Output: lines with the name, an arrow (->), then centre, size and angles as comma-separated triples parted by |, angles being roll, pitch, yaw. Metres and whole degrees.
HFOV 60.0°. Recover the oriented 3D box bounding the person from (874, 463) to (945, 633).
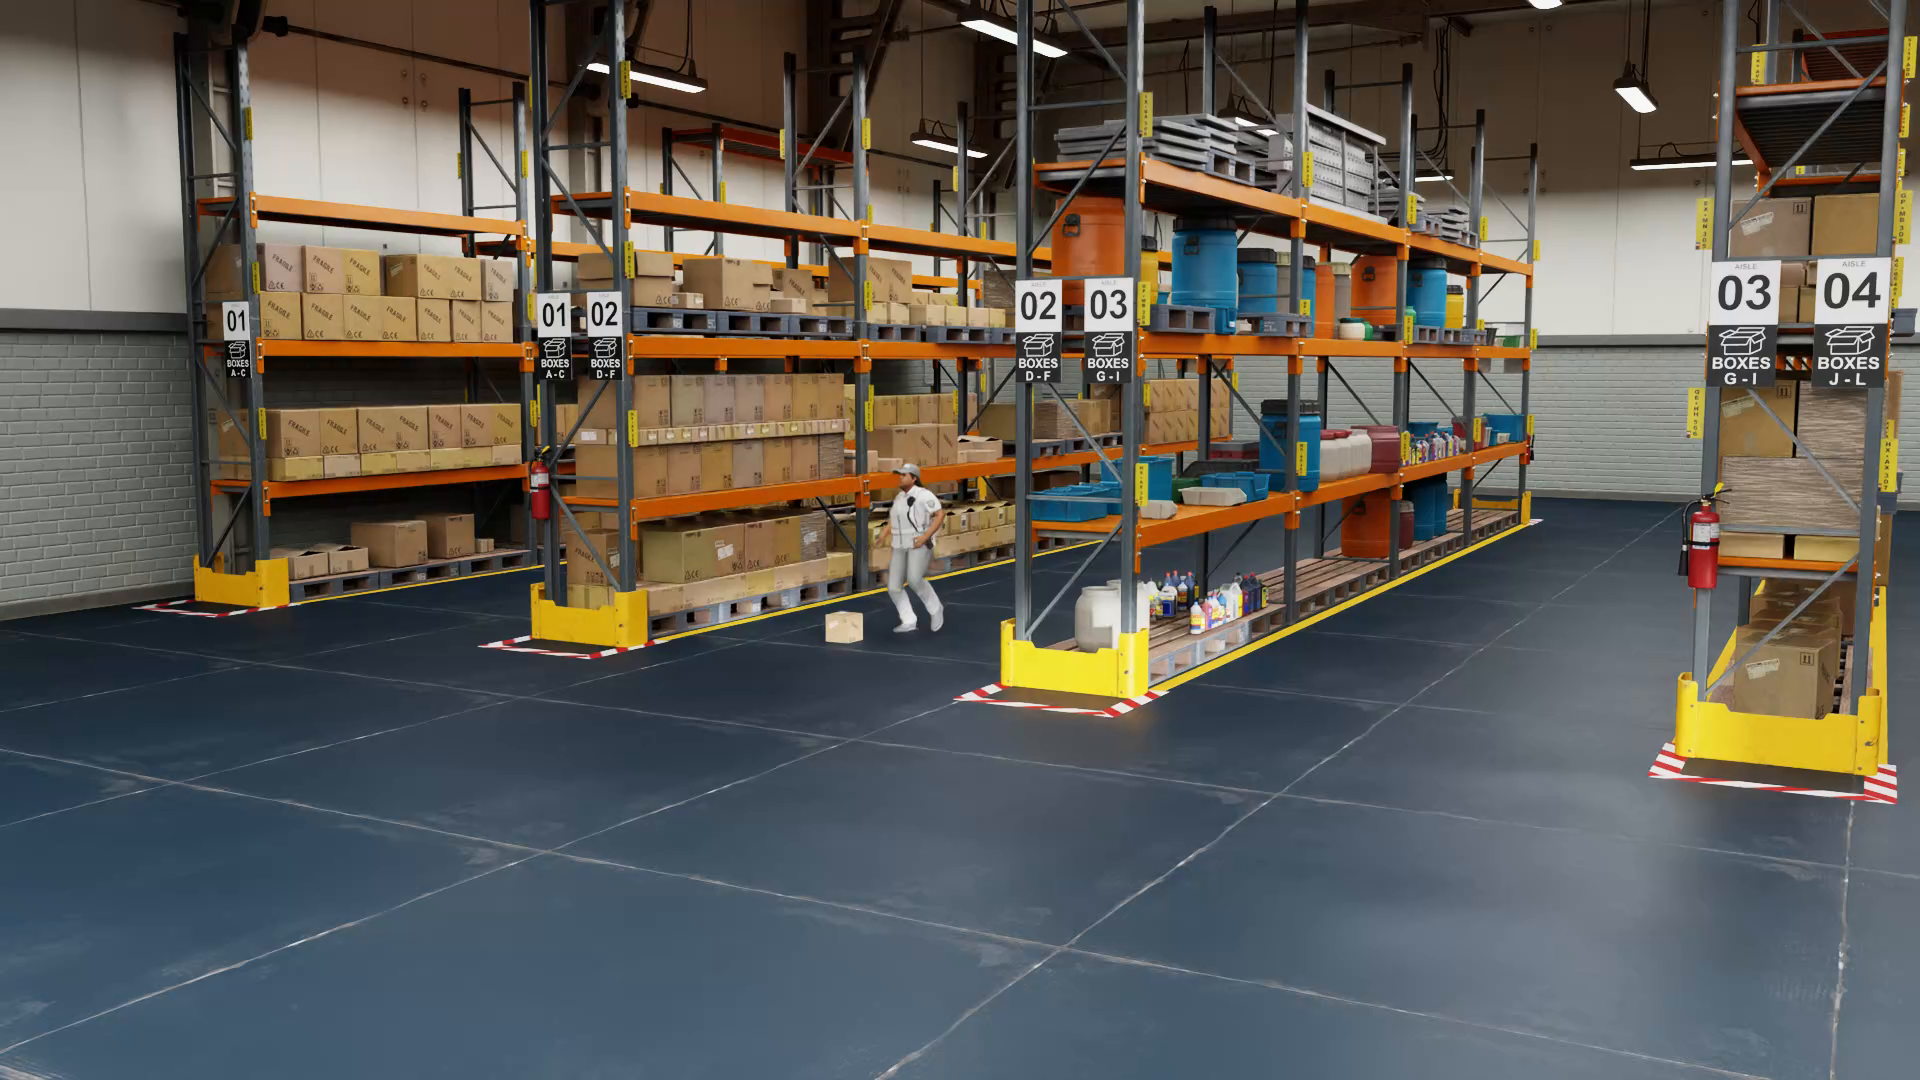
person -> -0.487, 0.093, 15.758 | 0.734, 1.624, 0.531 | 4, 7, 36
